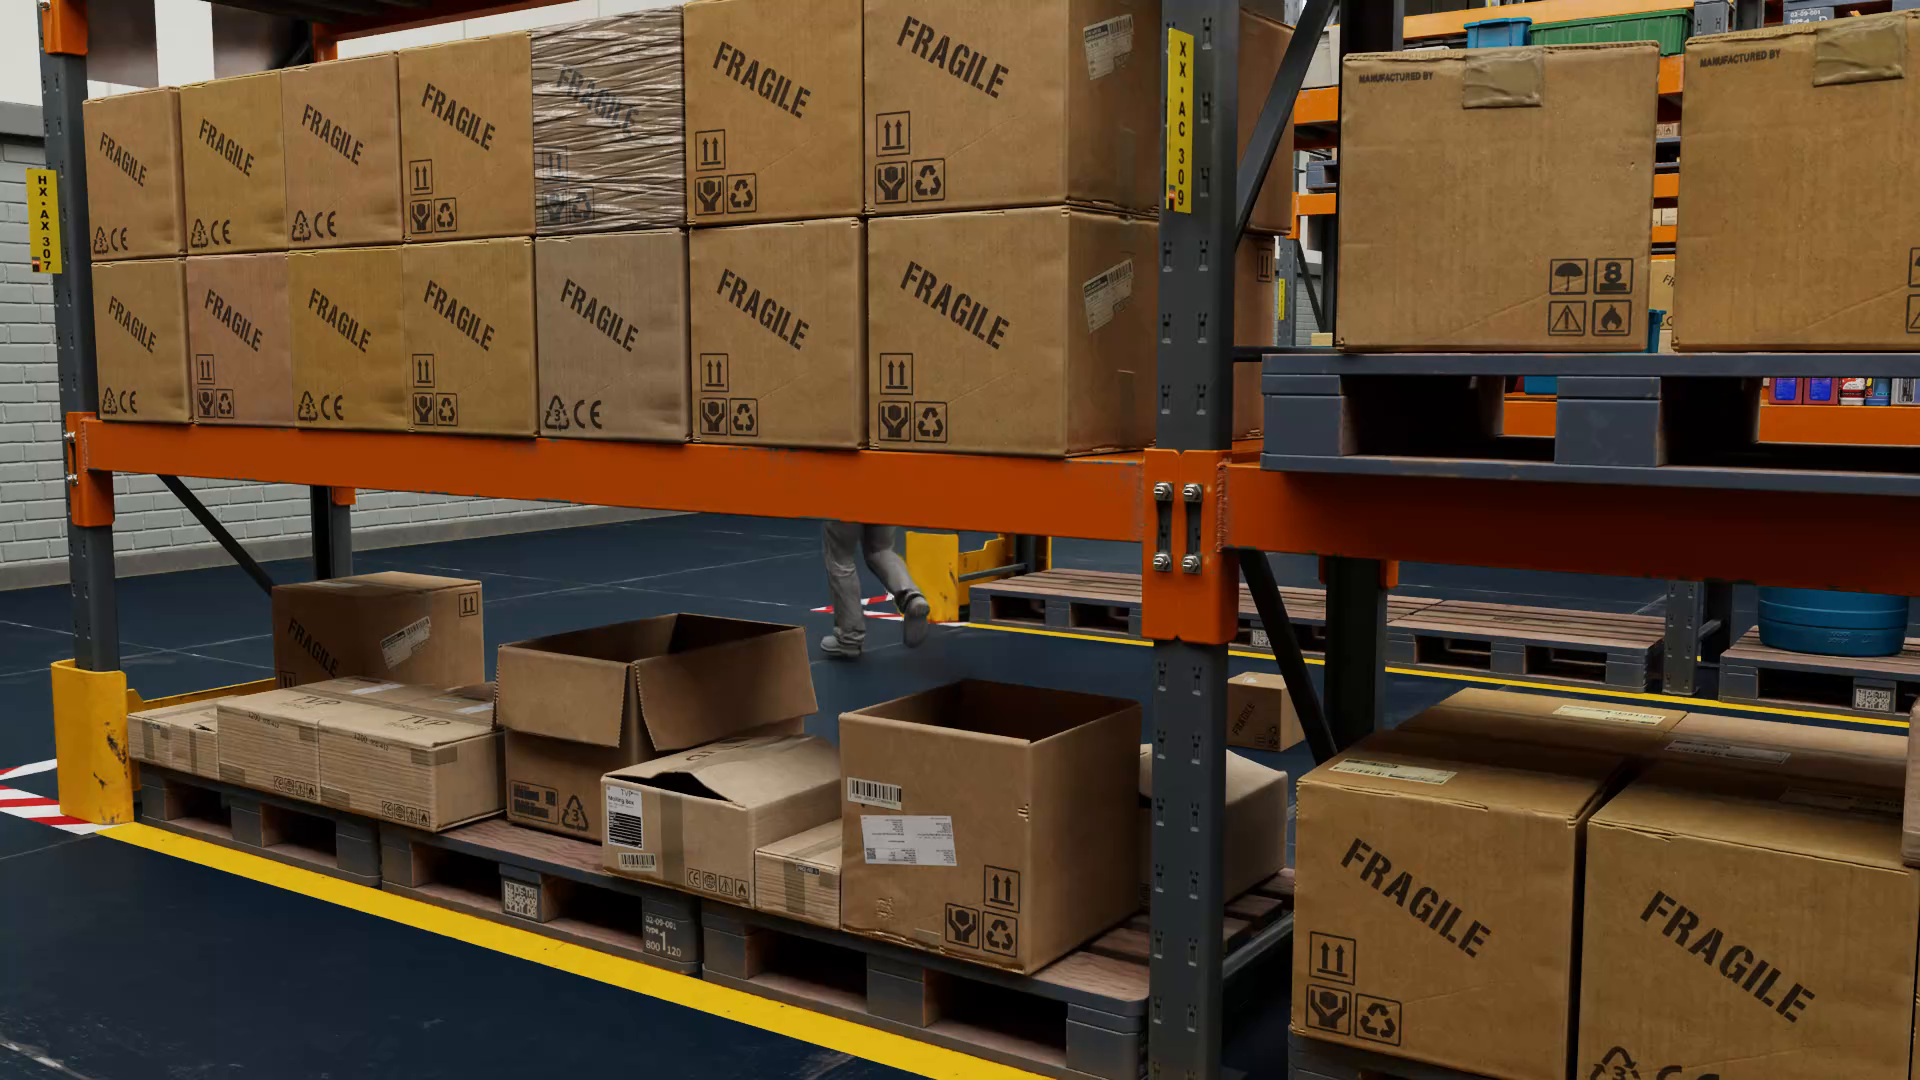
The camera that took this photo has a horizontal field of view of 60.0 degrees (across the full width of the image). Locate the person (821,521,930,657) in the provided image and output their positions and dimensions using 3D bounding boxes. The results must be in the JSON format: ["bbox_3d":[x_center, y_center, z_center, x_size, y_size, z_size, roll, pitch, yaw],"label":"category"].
[{"bbox_3d":[-0.450,-0.297,8.149,0.543,1.757,0.645,-5,8,-37],"label":"person"}]
